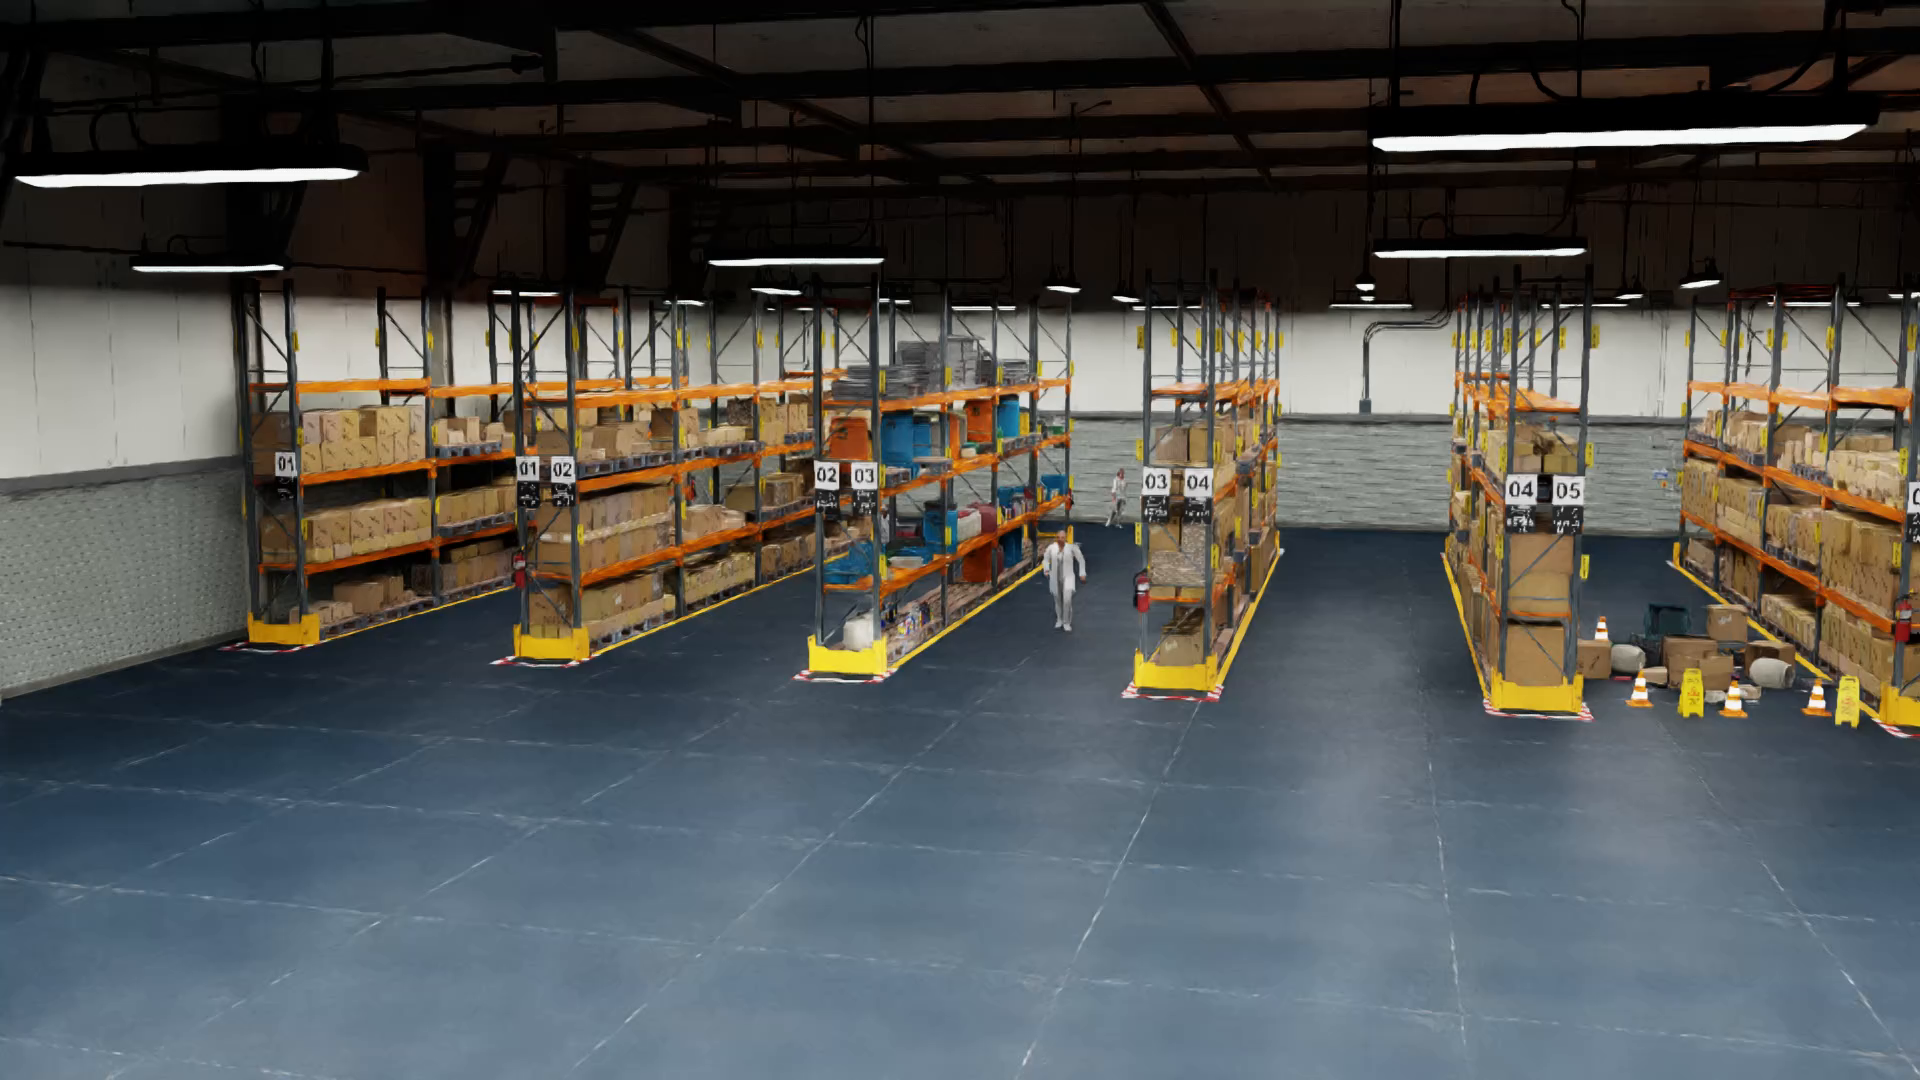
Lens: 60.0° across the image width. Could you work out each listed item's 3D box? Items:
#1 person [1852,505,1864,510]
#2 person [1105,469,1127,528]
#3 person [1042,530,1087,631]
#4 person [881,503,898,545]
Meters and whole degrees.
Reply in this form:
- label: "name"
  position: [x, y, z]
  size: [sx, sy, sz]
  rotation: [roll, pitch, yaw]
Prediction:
- label: "person"
  position: [19.930, -0.261, 37.006]
  size: [0.428, 1.658, 0.602]
  rotation: [-1, 7, -12]
- label: "person"
  position: [4.184, -1.122, 44.466]
  size: [0.557, 1.585, 0.452]
  rotation: [-4, 8, -28]
- label: "person"
  position: [1.794, 0.678, 28.926]
  size: [0.750, 1.737, 0.748]
  rotation: [2, 7, 17]
- label: "person"
  position: [-1.547, 0.022, 34.902]
  size: [0.592, 1.629, 0.526]
  rotation: [1, 7, 12]
